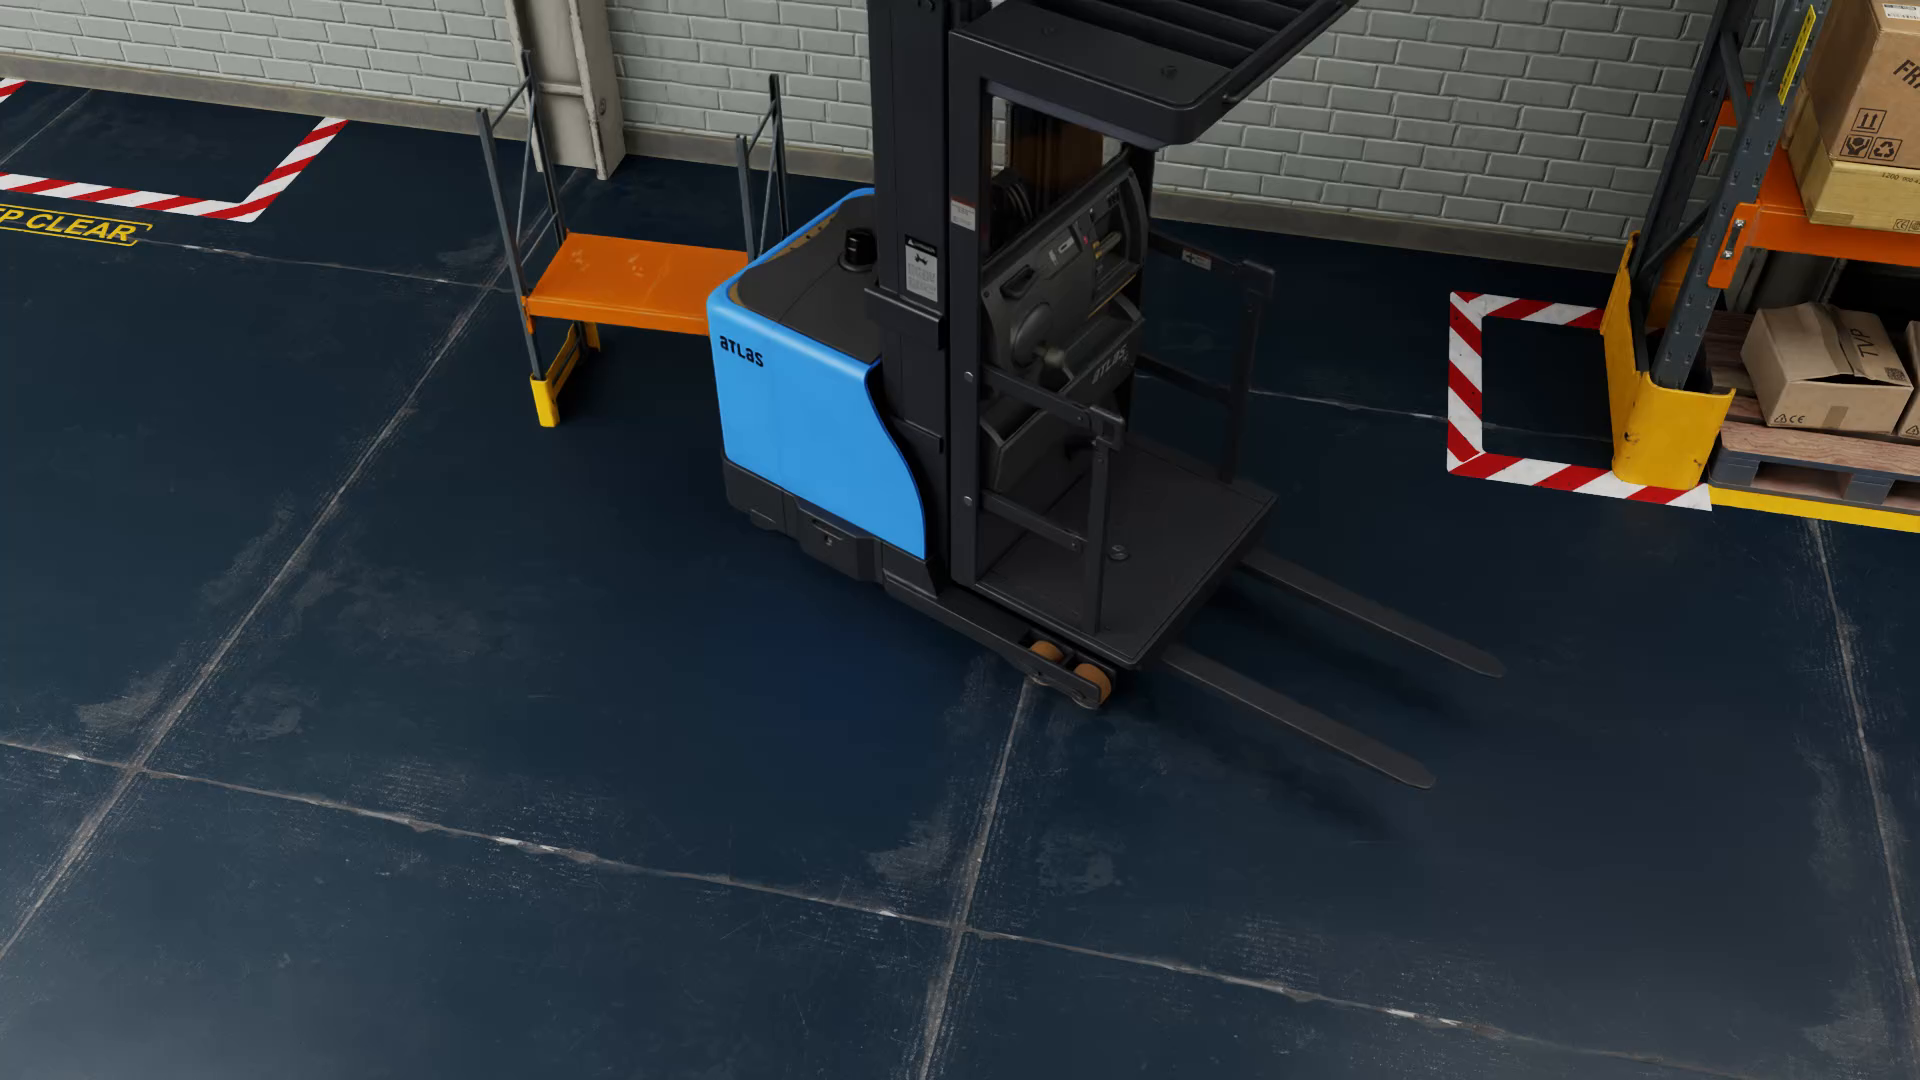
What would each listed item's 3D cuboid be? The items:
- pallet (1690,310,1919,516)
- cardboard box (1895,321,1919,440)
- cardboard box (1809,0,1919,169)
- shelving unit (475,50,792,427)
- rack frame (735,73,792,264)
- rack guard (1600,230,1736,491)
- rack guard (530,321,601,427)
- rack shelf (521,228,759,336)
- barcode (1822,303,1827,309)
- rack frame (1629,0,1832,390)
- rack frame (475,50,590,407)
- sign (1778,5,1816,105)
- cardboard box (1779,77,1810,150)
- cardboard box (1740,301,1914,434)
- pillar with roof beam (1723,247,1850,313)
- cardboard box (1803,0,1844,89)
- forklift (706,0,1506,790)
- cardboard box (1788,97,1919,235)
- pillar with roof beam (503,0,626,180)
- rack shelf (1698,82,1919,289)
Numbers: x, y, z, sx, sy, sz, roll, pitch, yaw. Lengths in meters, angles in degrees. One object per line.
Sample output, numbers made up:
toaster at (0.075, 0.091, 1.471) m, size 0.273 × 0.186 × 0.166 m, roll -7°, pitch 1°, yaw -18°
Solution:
pallet at (3.836, -0.548, 7.168) m, size 1.213 × 0.211 × 1.003 m, roll 9°, pitch 45°, yaw 9°
cardboard box at (4.188, -0.649, 6.883) m, size 0.500 × 0.311 × 0.500 m, roll 12°, pitch 45°, yaw 12°
cardboard box at (3.377, -1.659, 5.864) m, size 0.500 × 0.500 × 0.500 m, roll 9°, pitch 45°, yaw 9°
shelving unit at (-1.258, -1.171, 6.885) m, size 1.083 × 1.500 × 0.587 m, roll 8°, pitch 44°, yaw 8°
rack frame at (-0.767, -1.106, 6.817) m, size 0.032 × 1.500 × 0.500 m, roll 8°, pitch 44°, yaw 8°
rack guard at (3.050, -0.799, 7.220) m, size 0.348 × 0.500 × 1.175 m, roll 9°, pitch 45°, yaw 9°
rack guard at (-1.747, -0.785, 7.385) m, size 0.087 × 0.250 × 0.587 m, roll 8°, pitch 44°, yaw 8°
rack shelf at (-1.266, -1.042, 7.011) m, size 1.000 × 0.185 × 0.538 m, roll 8°, pitch 44°, yaw 8°
barcode at (3.737, -1.007, 7.248) m, size 0.075 × 0.075 × 0.001 m, roll 9°, pitch 45°, yaw 9°
rack frame at (2.976, -1.711, 6.365) m, size 0.127 × 3.000 × 1.000 m, roll 9°, pitch 45°, yaw 9°
rack frame at (-1.766, -1.238, 6.955) m, size 0.032 × 1.500 × 0.500 m, roll 8°, pitch 44°, yaw 8°
sign at (2.858, -1.656, 5.683) m, size 0.005 × 0.325 × 0.100 m, roll 9°, pitch 45°, yaw 9°
cardboard box at (3.475, -1.725, 6.473) m, size 0.500 × 0.250 × 0.500 m, roll 9°, pitch 45°, yaw 10°
cardboard box at (3.632, -0.736, 6.973) m, size 0.500 × 0.311 × 0.500 m, roll 4°, pitch 44°, yaw 4°
pillar with roof beam at (2.908, -1.439, 1.756) m, size 0.400 × 9.000 × 9.100 m, roll 9°, pitch 45°, yaw 9°
cardboard box at (3.483, -2.007, 6.225) m, size 0.500 × 0.500 × 0.500 m, roll 8°, pitch 45°, yaw 9°
forklift at (0.533, -0.860, 5.530) m, size 3.031 × 2.935 × 1.130 m, roll 26°, pitch 50°, yaw 25°
cardboard box at (3.383, -1.376, 6.110) m, size 0.500 × 0.250 × 0.500 m, roll 8°, pitch 44°, yaw 8°
pillar with roof beam at (-2.947, -2.347, 2.700) m, size 0.400 × 9.000 × 9.100 m, roll 9°, pitch 45°, yaw 9°
rack shelf at (4.928, -1.149, 6.300) m, size 4.000 × 0.370 × 1.077 m, roll 9°, pitch 45°, yaw 9°
